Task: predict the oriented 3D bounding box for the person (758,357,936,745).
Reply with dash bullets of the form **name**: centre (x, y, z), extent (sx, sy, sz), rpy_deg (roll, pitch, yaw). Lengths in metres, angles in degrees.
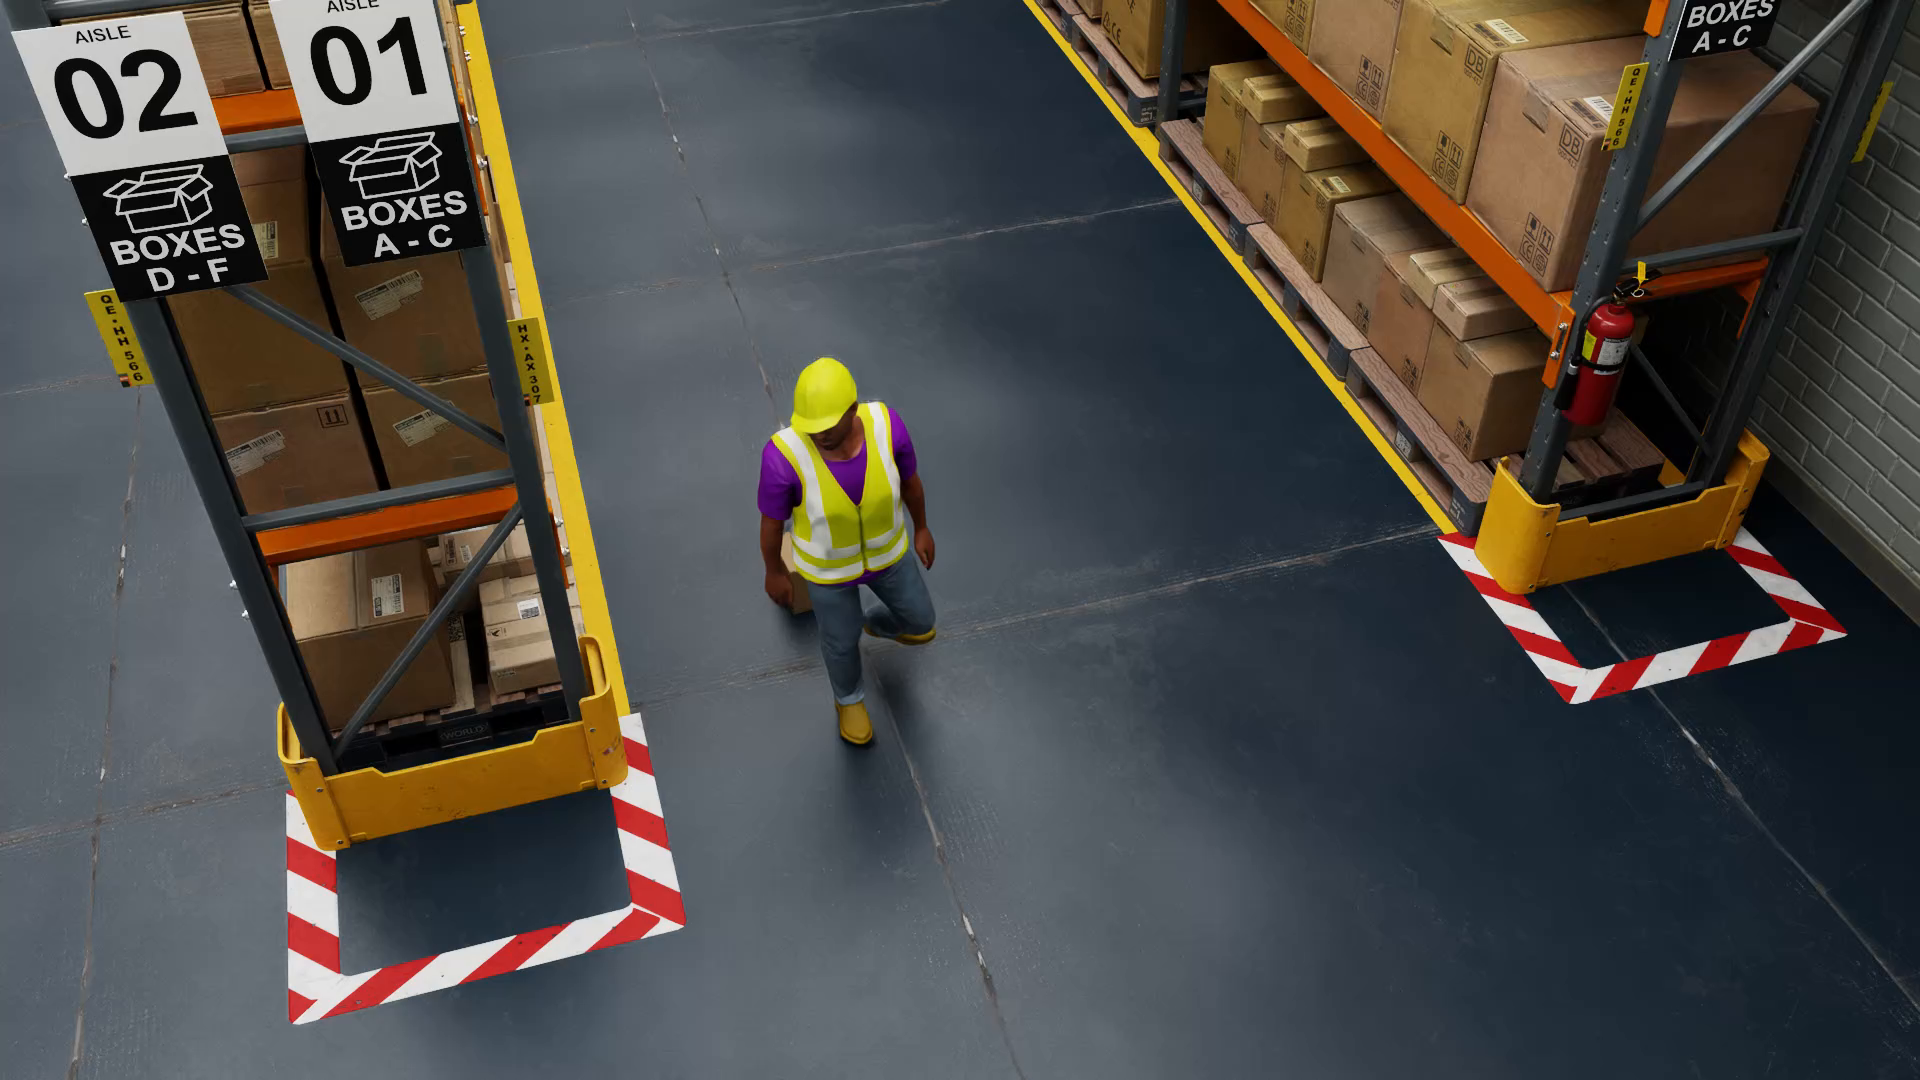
- **person**: centre (-0.386, -0.010, 6.145), extent (0.746, 1.767, 0.515), rpy_deg (-18, 45, -19)
